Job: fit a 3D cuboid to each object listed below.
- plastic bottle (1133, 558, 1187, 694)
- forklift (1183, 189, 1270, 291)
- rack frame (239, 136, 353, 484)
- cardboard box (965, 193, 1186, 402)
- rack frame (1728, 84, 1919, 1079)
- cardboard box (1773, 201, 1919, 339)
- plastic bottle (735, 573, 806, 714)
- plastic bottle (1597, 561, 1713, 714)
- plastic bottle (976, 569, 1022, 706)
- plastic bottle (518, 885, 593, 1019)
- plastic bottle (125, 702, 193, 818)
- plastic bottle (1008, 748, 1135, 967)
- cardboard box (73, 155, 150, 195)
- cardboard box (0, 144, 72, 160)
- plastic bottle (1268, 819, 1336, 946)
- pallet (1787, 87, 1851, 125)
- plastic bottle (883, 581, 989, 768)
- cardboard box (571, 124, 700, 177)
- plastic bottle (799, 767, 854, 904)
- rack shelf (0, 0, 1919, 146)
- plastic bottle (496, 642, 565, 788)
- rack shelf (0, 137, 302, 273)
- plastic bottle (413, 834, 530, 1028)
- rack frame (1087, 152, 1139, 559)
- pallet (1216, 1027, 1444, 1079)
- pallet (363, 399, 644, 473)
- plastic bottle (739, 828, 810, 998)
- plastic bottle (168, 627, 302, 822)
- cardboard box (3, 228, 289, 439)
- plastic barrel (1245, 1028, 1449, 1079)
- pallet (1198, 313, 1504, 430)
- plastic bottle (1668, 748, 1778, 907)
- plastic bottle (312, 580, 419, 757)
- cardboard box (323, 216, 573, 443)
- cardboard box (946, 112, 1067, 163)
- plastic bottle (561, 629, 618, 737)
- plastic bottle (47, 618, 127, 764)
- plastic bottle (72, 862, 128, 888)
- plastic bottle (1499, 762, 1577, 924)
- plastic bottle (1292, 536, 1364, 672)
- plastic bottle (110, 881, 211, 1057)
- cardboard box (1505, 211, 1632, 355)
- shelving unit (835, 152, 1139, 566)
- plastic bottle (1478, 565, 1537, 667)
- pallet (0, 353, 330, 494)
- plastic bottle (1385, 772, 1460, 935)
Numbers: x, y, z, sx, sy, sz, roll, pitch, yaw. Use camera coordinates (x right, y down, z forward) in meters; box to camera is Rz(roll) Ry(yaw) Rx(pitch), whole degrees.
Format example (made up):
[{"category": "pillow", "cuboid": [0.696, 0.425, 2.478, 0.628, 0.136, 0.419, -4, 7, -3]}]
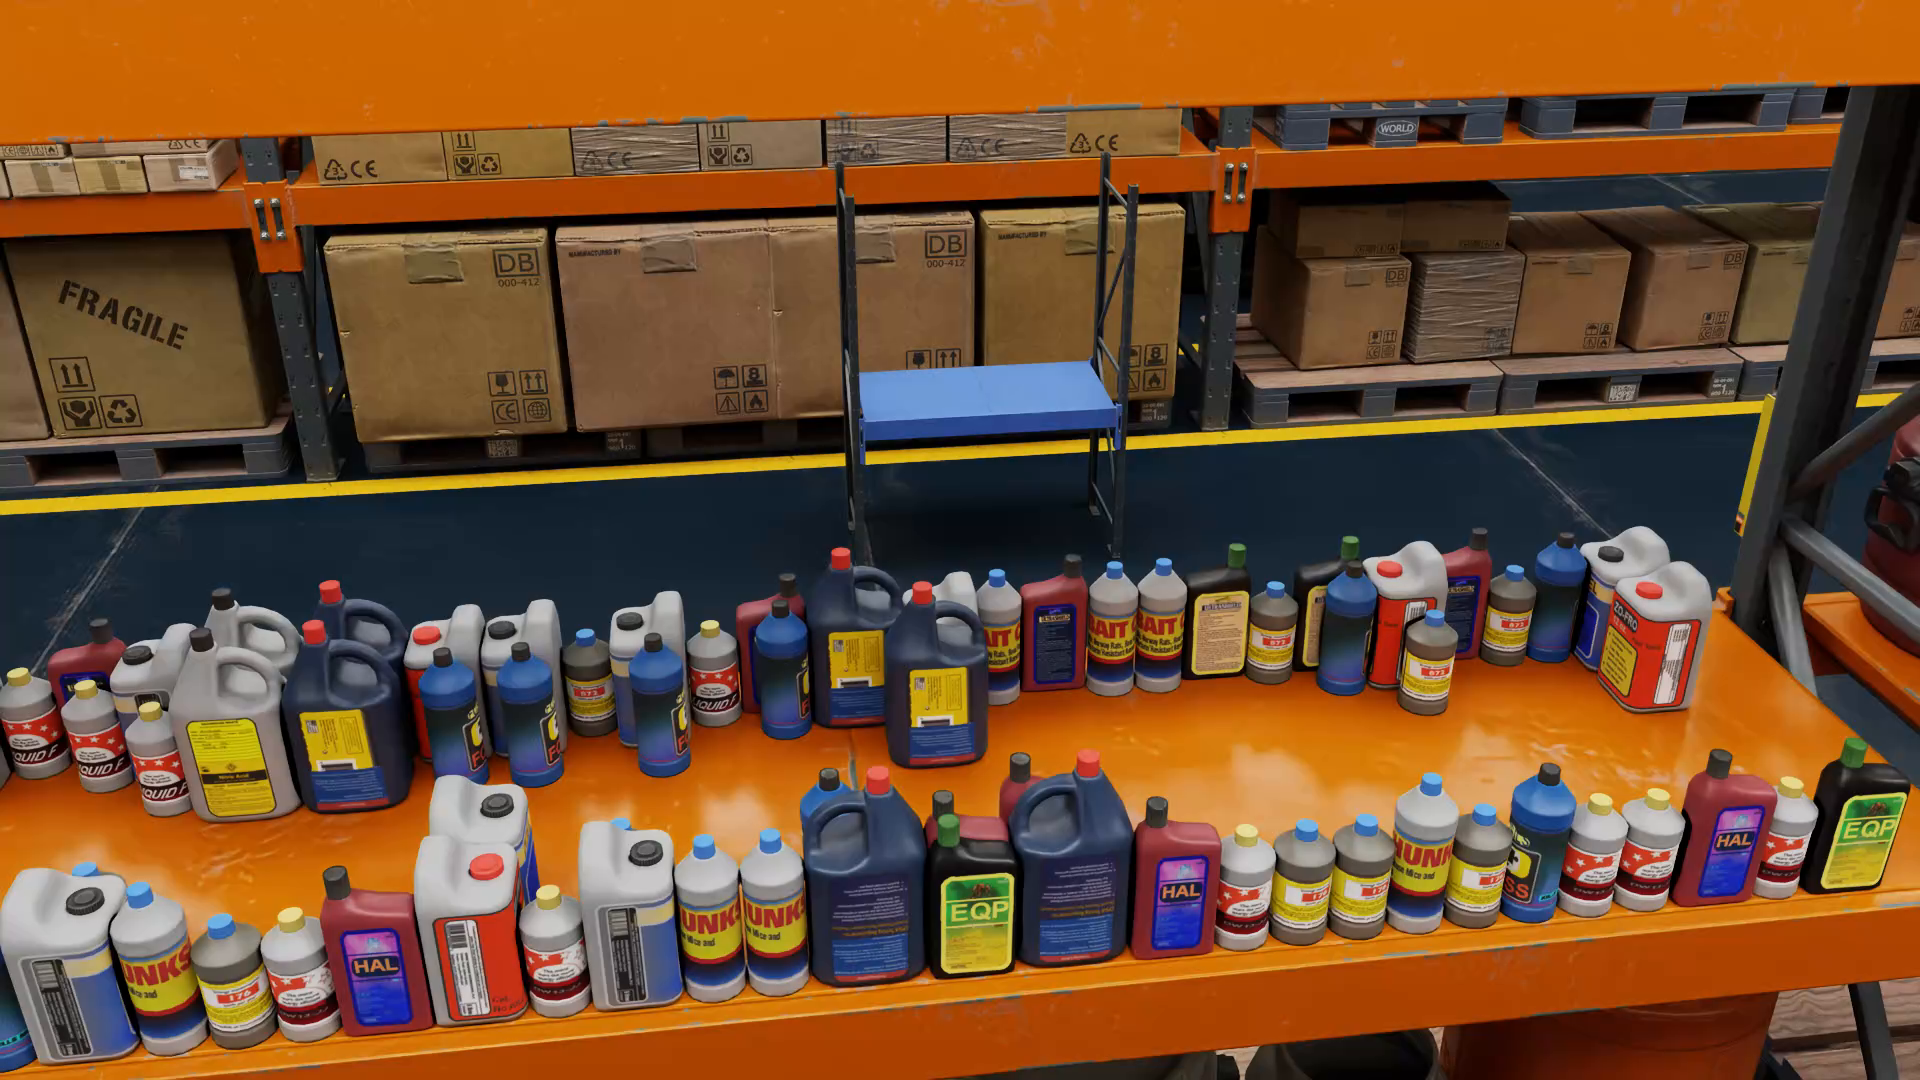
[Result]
[{"category": "plastic bottle", "cuboid": [0.396, 0.163, 3.288, 0.097, 0.271, 0.097, 0, 27, 0]}, {"category": "forklift", "cuboid": [1.473, -2.936, 9.262, 3.031, 2.935, 1.130, 8, 28, 15]}, {"category": "rack frame", "cuboid": [-2.844, -1.808, 6.988, 0.127, 3.000, 1.000, -4, 27, -7]}, {"category": "cardboard box", "cuboid": [0.430, -1.269, 7.806, 0.875, 0.875, 1.225, -5, 28, -10]}, {"category": "rack frame", "cuboid": [1.807, 0.177, 3.120, 0.127, 3.000, 1.000, -4, 27, -7]}, {"category": "cardboard box", "cuboid": [4.467, -1.371, 8.393, 0.500, 0.500, 0.700, -6, 28, -11]}, {"category": "plastic bottle", "cuboid": [-0.362, 0.198, 3.207, 0.133, 0.283, 0.061, -4, 27, -7]}, {"category": "plastic bottle", "cuboid": [1.354, 0.182, 3.245, 0.135, 0.276, 0.152, -4, 27, -7]}, {"category": "plastic bottle", "cuboid": [0.071, 0.184, 3.247, 0.097, 0.271, 0.097, 0, 27, 0]}, {"category": "plastic bottle", "cuboid": [-0.607, 0.608, 2.496, 0.097, 0.201, 0.097, 0, 27, 0]}, {"category": "plastic bottle", "cuboid": [-1.411, 0.380, 2.941, 0.097, 0.201, 0.097, 0, 27, 0]}, {"category": "plastic bottle", "cuboid": [0.170, 0.481, 2.581, 0.185, 0.351, 0.144, -4, 27, -7]}, {"category": "cardboard box", "cuboid": [-3.356, -1.512, 6.687, 0.250, 0.149, 0.380, -3, 27, -6]}, {"category": "cardboard box", "cuboid": [-3.757, -1.693, 6.602, 0.500, 0.250, 0.500, -3, 27, -6]}, {"category": "plastic bottle", "cuboid": [0.542, 0.535, 2.640, 0.097, 0.201, 0.097, 0, 27, 0]}, {"category": "pallet", "cuboid": [4.301, -2.249, 8.057, 1.213, 0.211, 1.003, -4, 27, -7]}, {"category": "plastic bottle", "cuboid": [-0.044, 0.237, 3.057, 0.185, 0.351, 0.144, -4, 27, -7]}, {"category": "cardboard box", "cuboid": [-1.361, -1.833, 6.927, 0.500, 0.500, 0.500, -4, 27, -8]}, {"category": "plastic bottle", "cuboid": [-0.205, 0.485, 2.660, 0.097, 0.271, 0.097, 0, 27, 0]}, {"category": "rack shelf", "cuboid": [-0.174, -0.711, 2.352, 4.000, 0.370, 1.077, -4, 27, -7]}, {"category": "plastic bottle", "cuboid": [-0.779, 0.308, 3.004, 0.097, 0.271, 0.097, 0, 27, 0]}, {"category": "rack shelf", "cuboid": [-4.825, -1.361, 6.904, 4.000, 0.370, 1.077, -4, 27, -7]}, {"category": "plastic bottle", "cuboid": [-0.726, 0.570, 2.489, 0.135, 0.276, 0.152, -4, 27, -7]}, {"category": "rack frame", "cuboid": [0.588, -0.705, 6.481, 0.032, 1.500, 0.500, -4, 27, -7]}, {"category": "pallet", "cuboid": [1.032, 1.486, 3.622, 1.213, 0.211, 1.003, -4, 27, -7]}, {"category": "pallet", "cuboid": [-2.091, -0.650, 7.787, 1.213, 0.211, 1.003, -4, 27, -7]}, {"category": "plastic bottle", "cuboid": [-0.281, 0.556, 2.521, 0.097, 0.271, 0.097, 0, 27, 0]}, {"category": "plastic bottle", "cuboid": [-1.269, 0.312, 2.911, 0.185, 0.351, 0.144, -4, 27, -7]}, {"category": "cardboard box", "cuboid": [-3.509, -1.044, 7.366, 0.875, 0.875, 0.875, -4, 27, -7]}, {"category": "plastic barrel", "cuboid": [0.778, 1.212, 3.368, 0.421, 0.512, 0.421, 0, 27, 0]}, {"category": "pallet", "cuboid": [1.891, -0.871, 8.216, 1.213, 0.211, 1.003, -4, 27, -7]}, {"category": "plastic bottle", "cuboid": [1.237, 0.462, 2.692, 0.133, 0.283, 0.061, -4, 27, -7]}, {"category": "plastic bottle", "cuboid": [-1.107, 0.235, 3.061, 0.185, 0.351, 0.144, -4, 27, -7]}, {"category": "cardboard box", "cuboid": [-2.213, -1.099, 7.474, 0.875, 0.875, 1.225, -4, 27, -7]}, {"category": "cardboard box", "cuboid": [0.168, -1.934, 7.125, 0.500, 0.500, 0.500, -4, 27, -8]}, {"category": "plastic bottle", "cuboid": [-0.703, 0.265, 3.166, 0.097, 0.201, 0.097, 0, 27, 0]}, {"category": "plastic bottle", "cuboid": [-1.586, 0.276, 3.053, 0.133, 0.283, 0.061, -4, 27, -7]}, {"category": "plastic bottle", "cuboid": [-1.316, 0.584, 2.544, 0.097, 0.201, 0.097, 0, 27, 0]}, {"category": "plastic bottle", "cuboid": [0.928, 0.479, 2.672, 0.097, 0.271, 0.097, 0, 27, 0]}, {"category": "plastic bottle", "cuboid": [0.736, 0.127, 3.344, 0.133, 0.283, 0.061, -4, 27, -7]}, {"category": "plastic bottle", "cuboid": [-1.162, 0.613, 2.411, 0.097, 0.271, 0.097, 0, 27, 0]}, {"category": "cardboard box", "cuboid": [2.885, -1.278, 8.211, 0.500, 0.500, 0.700, -1, 27, -3]}, {"category": "shelving unit", "cuboid": [0.084, -0.673, 6.418, 1.048, 1.500, 0.538, -4, 27, -7]}, {"category": "plastic bottle", "cuboid": [1.118, 0.148, 3.394, 0.097, 0.201, 0.097, 0, 27, 0]}, {"category": "pallet", "cuboid": [-3.608, -0.554, 7.599, 1.213, 0.211, 1.003, -4, 27, -7]}, {"category": "plastic bottle", "cuboid": [0.735, 0.491, 2.648, 0.097, 0.271, 0.097, 0, 27, 0]}]
